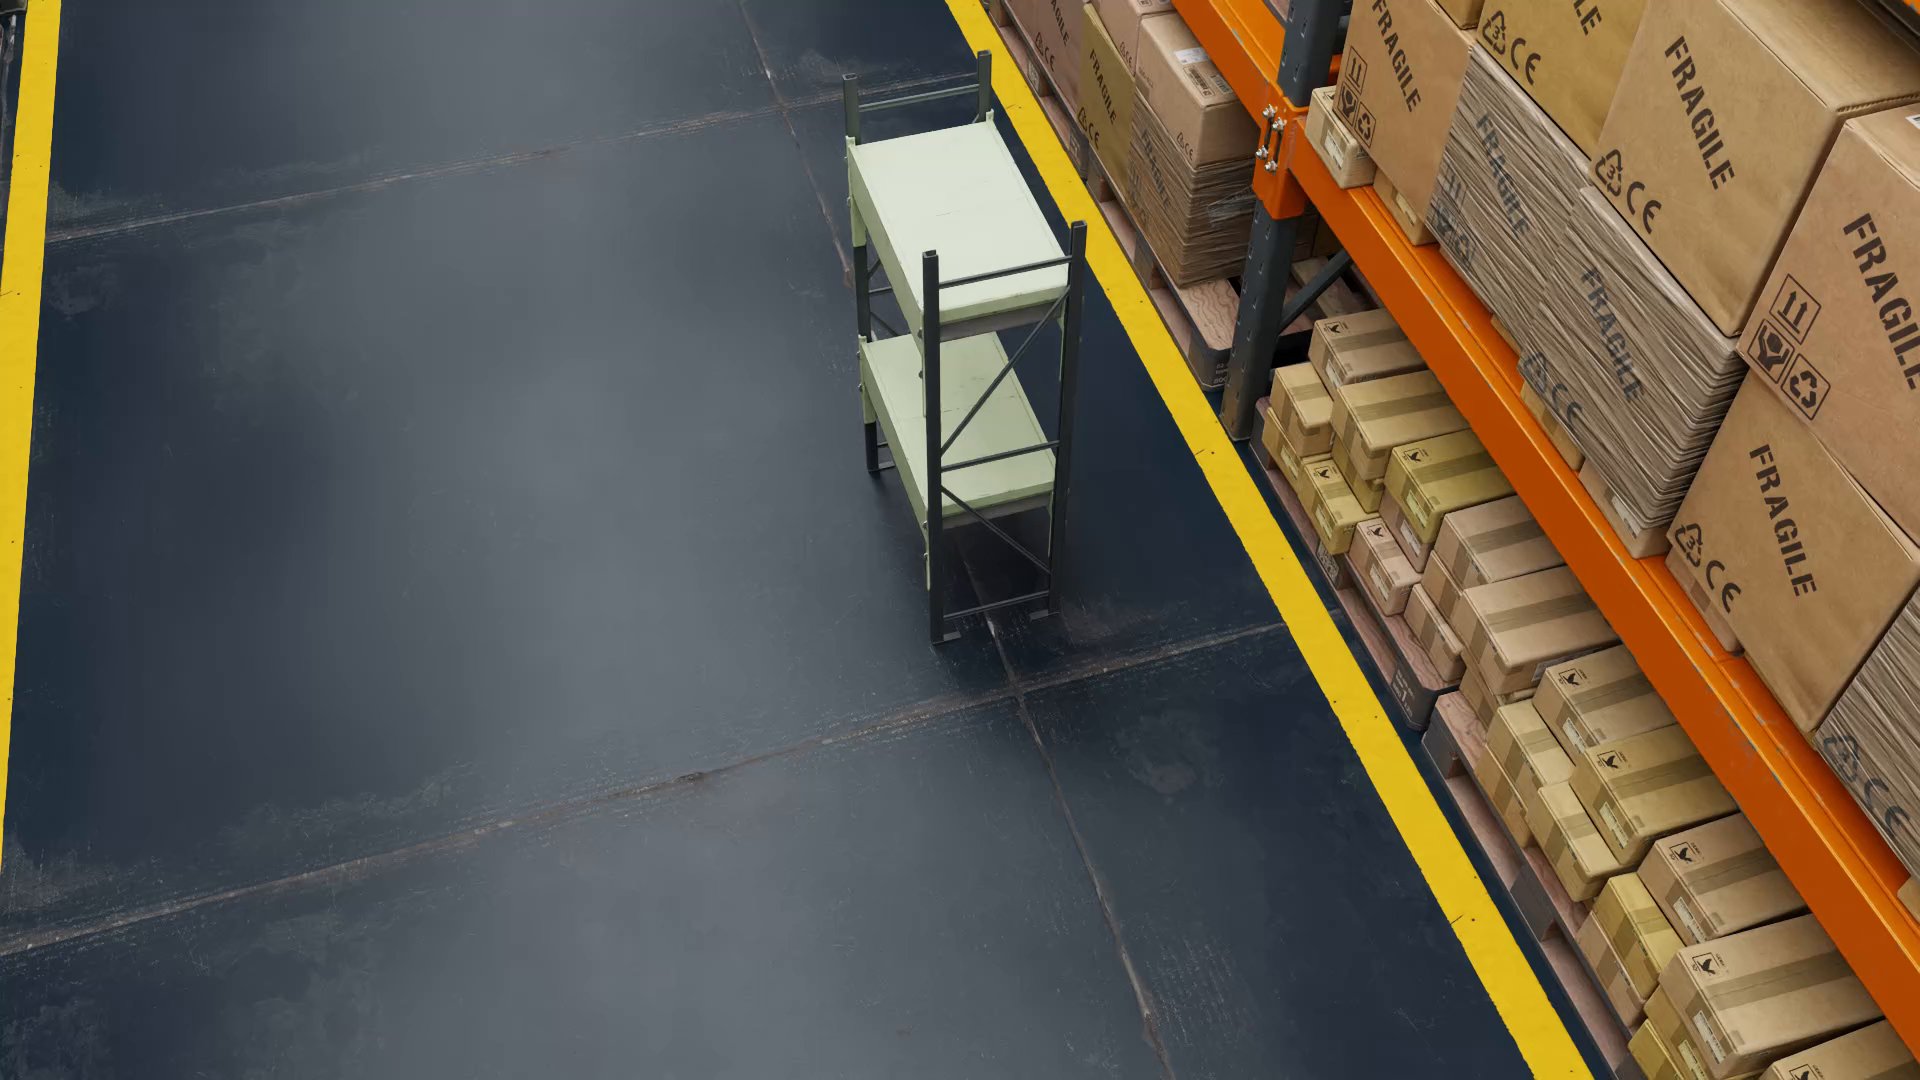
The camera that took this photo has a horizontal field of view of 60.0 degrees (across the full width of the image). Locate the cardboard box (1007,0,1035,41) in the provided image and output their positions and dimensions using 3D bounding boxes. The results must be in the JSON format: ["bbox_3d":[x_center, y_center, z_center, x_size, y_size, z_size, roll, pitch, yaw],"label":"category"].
[{"bbox_3d":[0.457,-2.380,6.655,0.500,0.500,0.500,-14,51,-12],"label":"cardboard box"}]

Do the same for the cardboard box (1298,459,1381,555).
[{"bbox_3d":[1.245,-0.127,4.985,0.380,0.149,0.250,-12,51,-10],"label":"cardboard box"}]

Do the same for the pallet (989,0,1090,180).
[{"bbox_3d":[0.770,-2.006,6.803,1.003,0.211,1.213,-13,51,-11],"label":"pallet"}]

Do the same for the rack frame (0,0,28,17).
[{"bbox_3d":[-4.516,-3.172,5.962,1.000,3.000,0.127,-13,51,-11],"label":"rack frame"}]

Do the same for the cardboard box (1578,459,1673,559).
[{"bbox_3d":[1.573,-0.131,3.563,0.380,0.149,0.250,-11,51,-9],"label":"cardboard box"}]

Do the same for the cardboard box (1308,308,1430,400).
[{"bbox_3d":[1.270,-0.553,4.956,0.380,0.149,0.250,-11,51,-9],"label":"cardboard box"}]

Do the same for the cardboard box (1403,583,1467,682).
[{"bbox_3d":[1.491,0.217,4.695,0.380,0.149,0.250,-14,51,-12],"label":"cardboard box"}]

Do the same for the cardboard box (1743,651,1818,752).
[{"bbox_3d":[1.791,0.234,3.255,0.380,0.149,0.250,-13,51,-10],"label":"cardboard box"}]

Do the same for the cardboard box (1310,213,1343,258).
[{"bbox_3d":[1.401,-1.373,5.806,0.500,0.500,0.500,-12,51,-10],"label":"cardboard box"}]

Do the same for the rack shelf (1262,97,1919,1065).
[{"bbox_3d":[1.957,0.249,3.549,1.077,0.370,4.000,-13,51,-11],"label":"rack shelf"}]

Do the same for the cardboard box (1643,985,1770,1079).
[{"bbox_3d":[1.799,1.090,3.765,0.380,0.149,0.250,-13,51,-10],"label":"cardboard box"}]

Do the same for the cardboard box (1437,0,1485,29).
[{"bbox_3d":[1.266,-1.509,3.647,0.500,0.500,0.500,-12,51,-10],"label":"cardboard box"}]

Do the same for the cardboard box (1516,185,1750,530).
[{"bbox_3d":[1.539,-0.417,3.380,0.500,0.500,0.500,-14,51,-12],"label":"cardboard box"}]

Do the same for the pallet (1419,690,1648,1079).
[{"bbox_3d":[1.963,0.830,4.412,1.003,0.211,1.213,-13,51,-11],"label":"pallet"}]

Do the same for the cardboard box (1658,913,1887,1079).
[{"bbox_3d":[1.784,0.996,3.649,0.380,0.149,0.250,-12,51,-10],"label":"cardboard box"}]

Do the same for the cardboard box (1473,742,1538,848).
[{"bbox_3d":[1.589,0.617,4.358,0.380,0.149,0.250,-15,51,-12],"label":"cardboard box"}]

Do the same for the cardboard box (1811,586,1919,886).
[{"bbox_3d":[1.863,0.334,2.746,0.500,0.500,0.500,-13,51,-11],"label":"cardboard box"}]

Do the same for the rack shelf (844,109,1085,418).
[{"bbox_3d":[-0.002,-0.740,4.382,0.431,0.370,0.720,-13,51,-11],"label":"rack shelf"}]

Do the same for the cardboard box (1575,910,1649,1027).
[{"bbox_3d":[1.743,0.993,4.041,0.380,0.149,0.250,-12,51,-10],"label":"cardboard box"}]

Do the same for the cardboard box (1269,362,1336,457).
[{"bbox_3d":[1.167,-0.419,5.037,0.380,0.149,0.250,-11,51,-9],"label":"cardboard box"}]

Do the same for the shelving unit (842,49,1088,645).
[{"bbox_3d":[-0.002,-0.488,4.681,0.431,1.500,0.755,-13,51,-11],"label":"shelving unit"}]

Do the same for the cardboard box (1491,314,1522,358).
[{"bbox_3d":[1.488,-0.527,3.897,0.380,0.149,0.250,-15,52,-13],"label":"cardboard box"}]

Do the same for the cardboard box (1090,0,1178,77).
[{"bbox_3d":[0.765,-1.880,5.743,0.500,0.250,0.500,-11,51,-9],"label":"cardboard box"}]

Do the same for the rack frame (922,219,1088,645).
[{"bbox_3d":[0.106,-0.221,4.455,0.400,1.500,0.023,-13,51,-11],"label":"rack frame"}]

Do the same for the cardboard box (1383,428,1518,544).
[{"bbox_3d":[1.416,-0.165,4.628,0.380,0.149,0.250,-14,51,-11],"label":"cardboard box"}]

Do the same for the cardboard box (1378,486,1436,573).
[{"bbox_3d":[1.434,-0.085,4.755,0.380,0.149,0.250,-14,51,-11],"label":"cardboard box"}]

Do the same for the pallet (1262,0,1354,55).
[{"bbox_3d":[1.279,-1.973,5.077,1.003,0.211,1.213,-13,51,-11],"label":"pallet"}]

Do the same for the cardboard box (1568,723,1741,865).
[{"bbox_3d":[1.707,0.594,3.988,0.380,0.149,0.250,-13,51,-11],"label":"cardboard box"}]

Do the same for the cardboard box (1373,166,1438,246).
[{"bbox_3d":[1.284,-0.910,4.220,0.380,0.149,0.250,-12,51,-10],"label":"cardboard box"}]

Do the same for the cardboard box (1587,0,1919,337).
[{"bbox_3d":[1.554,-0.759,3.014,0.500,0.500,0.500,-13,51,-10],"label":"cardboard box"}]

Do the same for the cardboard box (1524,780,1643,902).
[{"bbox_3d":[1.633,0.704,4.090,0.380,0.149,0.250,-13,51,-11],"label":"cardboard box"}]

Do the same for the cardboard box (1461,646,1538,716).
[{"bbox_3d":[1.570,0.319,4.414,0.380,0.149,0.250,-11,51,-9],"label":"cardboard box"}]

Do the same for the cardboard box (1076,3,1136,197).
[{"bbox_3d":[0.755,-1.632,6.024,0.500,0.500,0.500,-14,51,-12],"label":"cardboard box"}]

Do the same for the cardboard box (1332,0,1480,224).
[{"bbox_3d":[1.271,-1.153,4.000,0.500,0.500,0.500,-14,51,-12],"label":"cardboard box"}]

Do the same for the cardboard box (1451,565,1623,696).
[{"bbox_3d":[1.513,0.224,4.300,0.380,0.149,0.250,-12,51,-10],"label":"cardboard box"}]
